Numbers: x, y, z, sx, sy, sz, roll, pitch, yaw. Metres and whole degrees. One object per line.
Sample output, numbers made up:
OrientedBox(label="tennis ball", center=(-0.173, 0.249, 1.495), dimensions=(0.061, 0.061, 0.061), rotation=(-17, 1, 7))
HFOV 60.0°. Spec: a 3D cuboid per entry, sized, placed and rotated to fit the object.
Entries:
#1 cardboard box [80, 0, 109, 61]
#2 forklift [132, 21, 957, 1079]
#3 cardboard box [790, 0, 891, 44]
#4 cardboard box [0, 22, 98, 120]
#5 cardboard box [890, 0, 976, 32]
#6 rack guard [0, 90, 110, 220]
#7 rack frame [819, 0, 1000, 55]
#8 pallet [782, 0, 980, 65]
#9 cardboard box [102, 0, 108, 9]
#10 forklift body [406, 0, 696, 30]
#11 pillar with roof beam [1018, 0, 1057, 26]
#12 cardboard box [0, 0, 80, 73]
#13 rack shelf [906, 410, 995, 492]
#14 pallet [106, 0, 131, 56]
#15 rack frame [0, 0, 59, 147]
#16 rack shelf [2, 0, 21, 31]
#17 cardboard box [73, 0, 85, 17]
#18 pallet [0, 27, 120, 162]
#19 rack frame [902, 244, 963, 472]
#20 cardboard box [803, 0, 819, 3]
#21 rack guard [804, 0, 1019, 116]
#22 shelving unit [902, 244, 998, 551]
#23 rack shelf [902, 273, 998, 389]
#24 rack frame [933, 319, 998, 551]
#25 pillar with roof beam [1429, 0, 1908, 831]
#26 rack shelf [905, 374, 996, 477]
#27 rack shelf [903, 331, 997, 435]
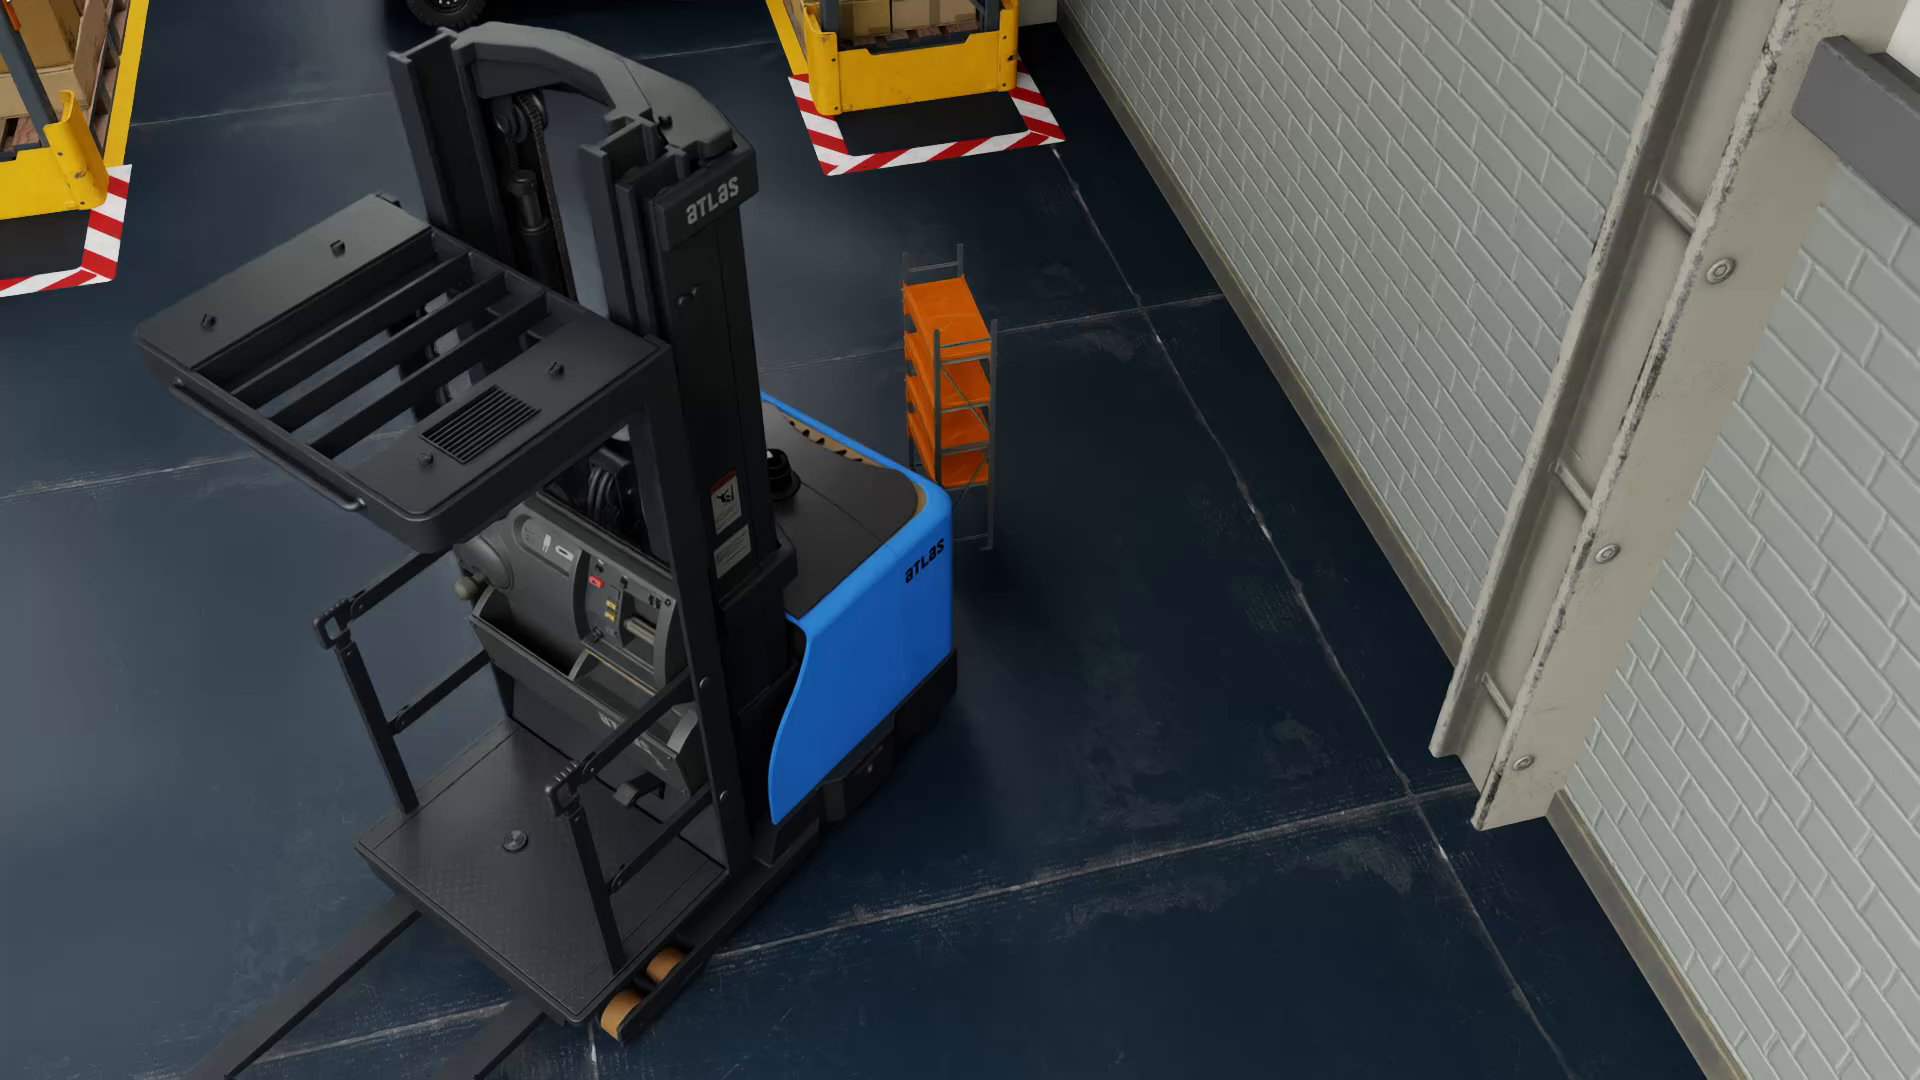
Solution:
OrientedBox(label="cardboard box", center=(-5.133, -2.901, 9.374), dimensions=(0.500, 0.250, 0.500), rotation=(-9, 46, -9))
OrientedBox(label="forklift", center=(-1.305, 0.192, 4.760), dimensions=(1.130, 2.935, 3.031), rotation=(29, 52, 25))
OrientedBox(label="cardboard box", center=(-0.699, -3.116, 9.585), dimensions=(0.500, 0.250, 0.500), rotation=(-10, 46, -10))
OrientedBox(label="cardboard box", center=(-5.010, -2.547, 9.028), dimensions=(0.500, 0.250, 0.500), rotation=(-11, 47, -11))
OrientedBox(label="cardboard box", center=(-0.210, -3.224, 9.692), dimensions=(0.500, 0.250, 0.500), rotation=(-11, 47, -10))
OrientedBox(label="rack guard", center=(-5.090, -1.932, 8.544), dimensions=(1.175, 0.500, 0.348), rotation=(-11, 47, -10))
OrientedBox(label="rack frame", center=(-0.273, -3.665, 8.492), dimensions=(1.000, 3.000, 0.127), rotation=(-11, 47, -10))
OrientedBox(label="pallet", center=(-0.509, -3.209, 9.998), dimensions=(1.003, 0.211, 1.213), rotation=(-11, 47, -10))
OrientedBox(label="cardboard box", center=(-5.285, -3.275, 9.741), dimensions=(0.500, 0.250, 0.500), rotation=(-8, 46, -8))
OrientedBox(label="forklift body", center=(-2.522, -4.343, 9.751), dimensions=(2.313, 2.155, 1.214), rotation=(-11, 47, -10))
OrientedBox(label="pillar with roof beam", center=(-3.742, -5.623, 6.211), dimensions=(9.100, 9.000, 0.400), rotation=(-11, 47, -10))
OrientedBox(label="cardboard box", center=(-5.016, -2.826, 8.776), dimensions=(0.500, 0.500, 0.500), rotation=(-12, 47, -12))
OrientedBox(label="rack shelf", center=(-0.042, -0.348, 6.874), dimensions=(0.258, 0.148, 0.480), rotation=(-11, 47, -10))
OrientedBox(label="pallet", center=(-5.572, -3.239, 10.027), dimensions=(1.003, 0.211, 1.213), rotation=(-11, 47, -10))
OrientedBox(label="rack frame", center=(-5.070, -2.755, 7.600), dimensions=(1.000, 3.000, 0.127), rotation=(-11, 47, -10))
OrientedBox(label="rack shelf", center=(-5.582, -3.884, 9.210), dimensions=(1.077, 0.370, 4.000), rotation=(-11, 47, -10))
OrientedBox(label="cardboard box", center=(-5.154, -3.186, 9.129), dimensions=(0.500, 0.500, 0.500), rotation=(-12, 47, -12))
OrientedBox(label="pallet", center=(-5.264, -2.399, 9.204), dimensions=(1.003, 0.211, 1.213), rotation=(-11, 47, -10))
OrientedBox(label="rack frame", center=(-0.105, -0.703, 6.849), dimensions=(0.240, 1.200, 0.015), rotation=(-11, 47, -10))
OrientedBox(label="cardboard box", center=(-0.700, -3.303, 9.419), dimensions=(0.500, 0.250, 0.500), rotation=(-11, 47, -11))
OrientedBox(label="rack guard", center=(-0.267, -2.773, 9.369), dimensions=(1.175, 0.500, 0.348), rotation=(-11, 47, -10))
OrientedBox(label="shelving unit", center=(-0.042, -0.534, 6.684), dimensions=(0.258, 1.200, 0.503), rotation=(-11, 47, -10))
OrientedBox(label="rack shelf", center=(-0.042, -0.809, 6.404), dimensions=(0.258, 0.148, 0.480), rotation=(-11, 47, -10))
OrientedBox(label="rack frame", center=(0.020, -0.366, 6.519), dimensions=(0.240, 1.200, 0.015), rotation=(-11, 47, -10))
OrientedBox(label="pillar with roof beam", center=(-2.206, -1.481, 2.151), dimensions=(9.100, 9.000, 0.400), rotation=(-11, 47, -10))
OrientedBox(label="rack shelf", center=(-0.042, -0.487, 6.732), dimensions=(0.258, 0.148, 0.480), rotation=(-11, 47, -10))
OrientedBox(label="rack shelf", center=(-0.042, -0.644, 6.572), dimensions=(0.258, 0.148, 0.480), rotation=(-11, 47, -10))
